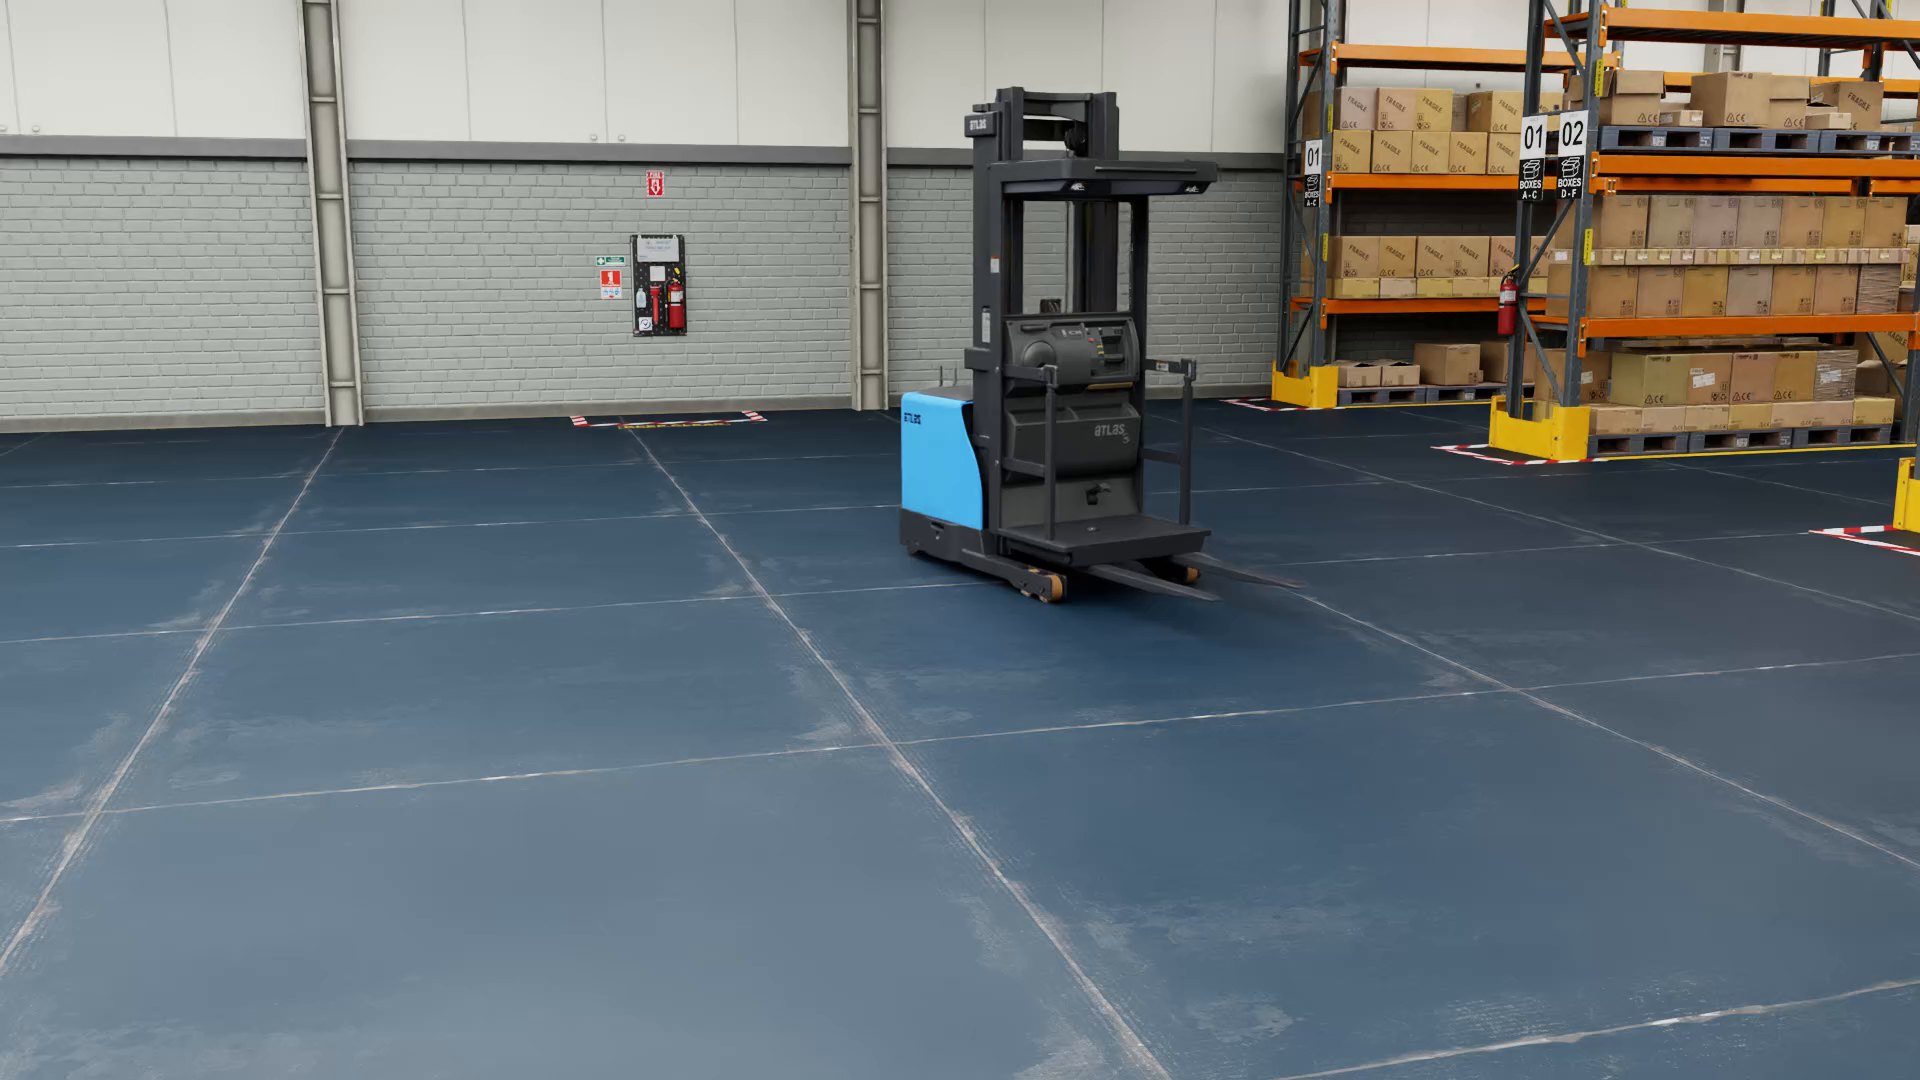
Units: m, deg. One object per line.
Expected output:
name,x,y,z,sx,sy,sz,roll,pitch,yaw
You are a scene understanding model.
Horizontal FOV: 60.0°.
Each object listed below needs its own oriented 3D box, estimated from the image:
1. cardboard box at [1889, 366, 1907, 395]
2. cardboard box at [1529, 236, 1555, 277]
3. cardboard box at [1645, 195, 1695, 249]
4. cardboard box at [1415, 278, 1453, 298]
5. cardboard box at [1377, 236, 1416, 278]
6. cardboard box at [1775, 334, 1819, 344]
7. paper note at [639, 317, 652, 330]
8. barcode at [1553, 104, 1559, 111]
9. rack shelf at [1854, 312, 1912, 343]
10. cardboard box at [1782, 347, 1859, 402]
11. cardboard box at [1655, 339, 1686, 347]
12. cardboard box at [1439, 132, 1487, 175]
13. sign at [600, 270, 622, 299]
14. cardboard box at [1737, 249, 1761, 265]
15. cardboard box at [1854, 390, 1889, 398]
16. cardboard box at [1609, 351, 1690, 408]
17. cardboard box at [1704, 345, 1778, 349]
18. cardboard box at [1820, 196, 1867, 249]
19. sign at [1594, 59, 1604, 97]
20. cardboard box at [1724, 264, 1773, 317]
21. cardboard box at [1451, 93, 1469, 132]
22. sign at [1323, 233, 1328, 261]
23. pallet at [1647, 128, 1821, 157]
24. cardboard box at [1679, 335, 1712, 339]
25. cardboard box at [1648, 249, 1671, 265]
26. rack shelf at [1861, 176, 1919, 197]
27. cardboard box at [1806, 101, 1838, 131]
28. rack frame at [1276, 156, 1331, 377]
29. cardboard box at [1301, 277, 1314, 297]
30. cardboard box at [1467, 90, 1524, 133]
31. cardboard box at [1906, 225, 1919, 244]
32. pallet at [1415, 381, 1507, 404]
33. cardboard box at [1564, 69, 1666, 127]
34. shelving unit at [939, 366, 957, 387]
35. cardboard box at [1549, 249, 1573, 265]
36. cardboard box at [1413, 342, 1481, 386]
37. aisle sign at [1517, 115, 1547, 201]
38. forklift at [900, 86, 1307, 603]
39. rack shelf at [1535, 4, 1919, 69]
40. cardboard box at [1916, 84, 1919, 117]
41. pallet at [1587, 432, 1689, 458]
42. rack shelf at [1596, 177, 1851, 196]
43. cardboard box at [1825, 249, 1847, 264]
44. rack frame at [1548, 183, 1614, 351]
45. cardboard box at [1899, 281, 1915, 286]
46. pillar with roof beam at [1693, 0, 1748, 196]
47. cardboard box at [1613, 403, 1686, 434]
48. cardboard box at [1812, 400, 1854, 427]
cardboard box,9.932,-1.637,17.039,0.500,0.311,0.500,-3,11,-16
cardboard box,7.232,-3.591,21.056,0.500,0.500,0.500,-3,11,-16
cardboard box,6.631,-3.066,16.055,0.500,0.500,0.700,-3,11,-17
cardboard box,5.779,-3.147,20.714,0.500,0.250,0.500,-3,11,-17
cardboard box,5.256,-3.488,20.495,0.500,0.500,0.500,-3,11,-16
cardboard box,11.241,-2.534,22.716,0.500,0.500,0.700,-3,11,-15
paper note,-3.667,-2.521,19.390,0.142,0.148,0.016,-3,11,-16
barcode,5.780,-4.187,16.115,0.075,0.075,0.001,-3,11,-16
rack shelf,11.385,-2.277,17.615,4.000,0.370,1.077,-3,11,-16
cardboard box,8.598,-1.668,16.683,0.500,0.500,0.500,-3,11,-16
cardboard box,9.261,-2.452,22.271,0.500,0.500,0.700,-3,11,-17
cardboard box,6.159,-4.774,20.579,0.500,0.500,0.500,-2,11,-12
sign,-4.037,-2.959,19.236,0.234,0.329,0.001,-3,11,-16
cardboard box,7.538,-2.755,16.159,0.250,0.149,0.380,-3,11,-15
cardboard box,9.782,-1.455,17.599,0.500,0.250,0.500,-3,11,-16
cardboard box,6.681,-1.564,16.120,0.500,0.500,0.500,-3,11,-16
cardboard box,7.972,-1.733,17.037,0.500,0.500,0.500,-3,11,-16
cardboard box,8.556,-3.167,16.606,0.500,0.500,0.700,-3,11,-16
sign,5.774,-4.174,15.017,0.005,0.325,0.100,-3,11,-16
cardboard box,7.562,-2.476,16.436,0.500,0.500,0.700,-3,11,-14
cardboard box,6.063,-5.356,20.976,0.500,0.500,0.500,-3,11,-16
sign,4.388,-3.519,19.987,0.005,0.325,0.100,-3,11,-16
pallet,7.484,-3.852,16.146,1.213,0.211,1.003,-3,11,-16
cardboard box,9.699,-2.836,22.285,0.500,0.250,0.500,-3,11,-18
cardboard box,6.554,-2.704,15.880,0.250,0.149,0.380,-3,11,-16
rack shelf,11.385,-3.752,17.344,4.000,0.370,1.077,-3,11,-16
cardboard box,8.389,-4.229,16.648,0.500,0.311,0.500,-4,11,-19
rack frame,4.236,-3.188,20.577,0.127,3.000,1.000,-3,11,-16
cardboard box,4.631,-3.181,20.901,0.500,0.250,0.500,-3,11,-15
cardboard box,6.650,-5.286,20.596,0.500,0.500,0.500,-3,11,-18
cardboard box,12.941,-4.172,22.701,0.500,0.250,0.500,-3,11,-17
pallet,6.269,-1.916,21.373,1.213,0.211,1.003,-3,11,-16
cardboard box,6.178,-4.157,15.723,0.637,0.503,0.797,-2,11,-12
shelving unit,0.136,-0.607,11.529,0.503,1.200,0.258,-5,12,-27
cardboard box,5.938,-2.747,16.118,0.250,0.149,0.380,-3,11,-17
cardboard box,6.192,-2.251,21.180,0.500,0.500,0.700,-4,11,-20
aisle sign,5.479,-3.653,15.925,0.004,0.787,0.394,-3,11,-16
forklift,0.799,-1.175,9.835,1.130,2.935,3.031,-6,12,-31
rack shelf,7.545,-4.828,16.009,4.000,0.370,1.077,-3,11,-16
cardboard box,10.068,-4.530,16.769,0.500,0.500,0.500,-3,11,-15
pallet,6.347,-1.001,16.403,1.213,0.211,1.003,-3,11,-16
rack shelf,9.997,-4.613,22.020,4.000,0.370,1.077,-3,11,-16
cardboard box,8.523,-2.807,16.442,0.250,0.149,0.380,-3,11,-16
rack frame,8.077,-3.390,21.677,0.127,3.000,1.000,-3,11,-16
cardboard box,12.822,-3.465,22.723,0.250,0.149,0.380,-3,11,-14
pillar with roof beam,11.631,-5.879,18.628,0.400,9.000,9.100,-3,11,-16
cardboard box,6.681,-1.195,16.190,0.500,0.250,0.500,-3,11,-16
cardboard box,8.598,-1.298,16.749,0.500,0.250,0.500,-3,11,-16
